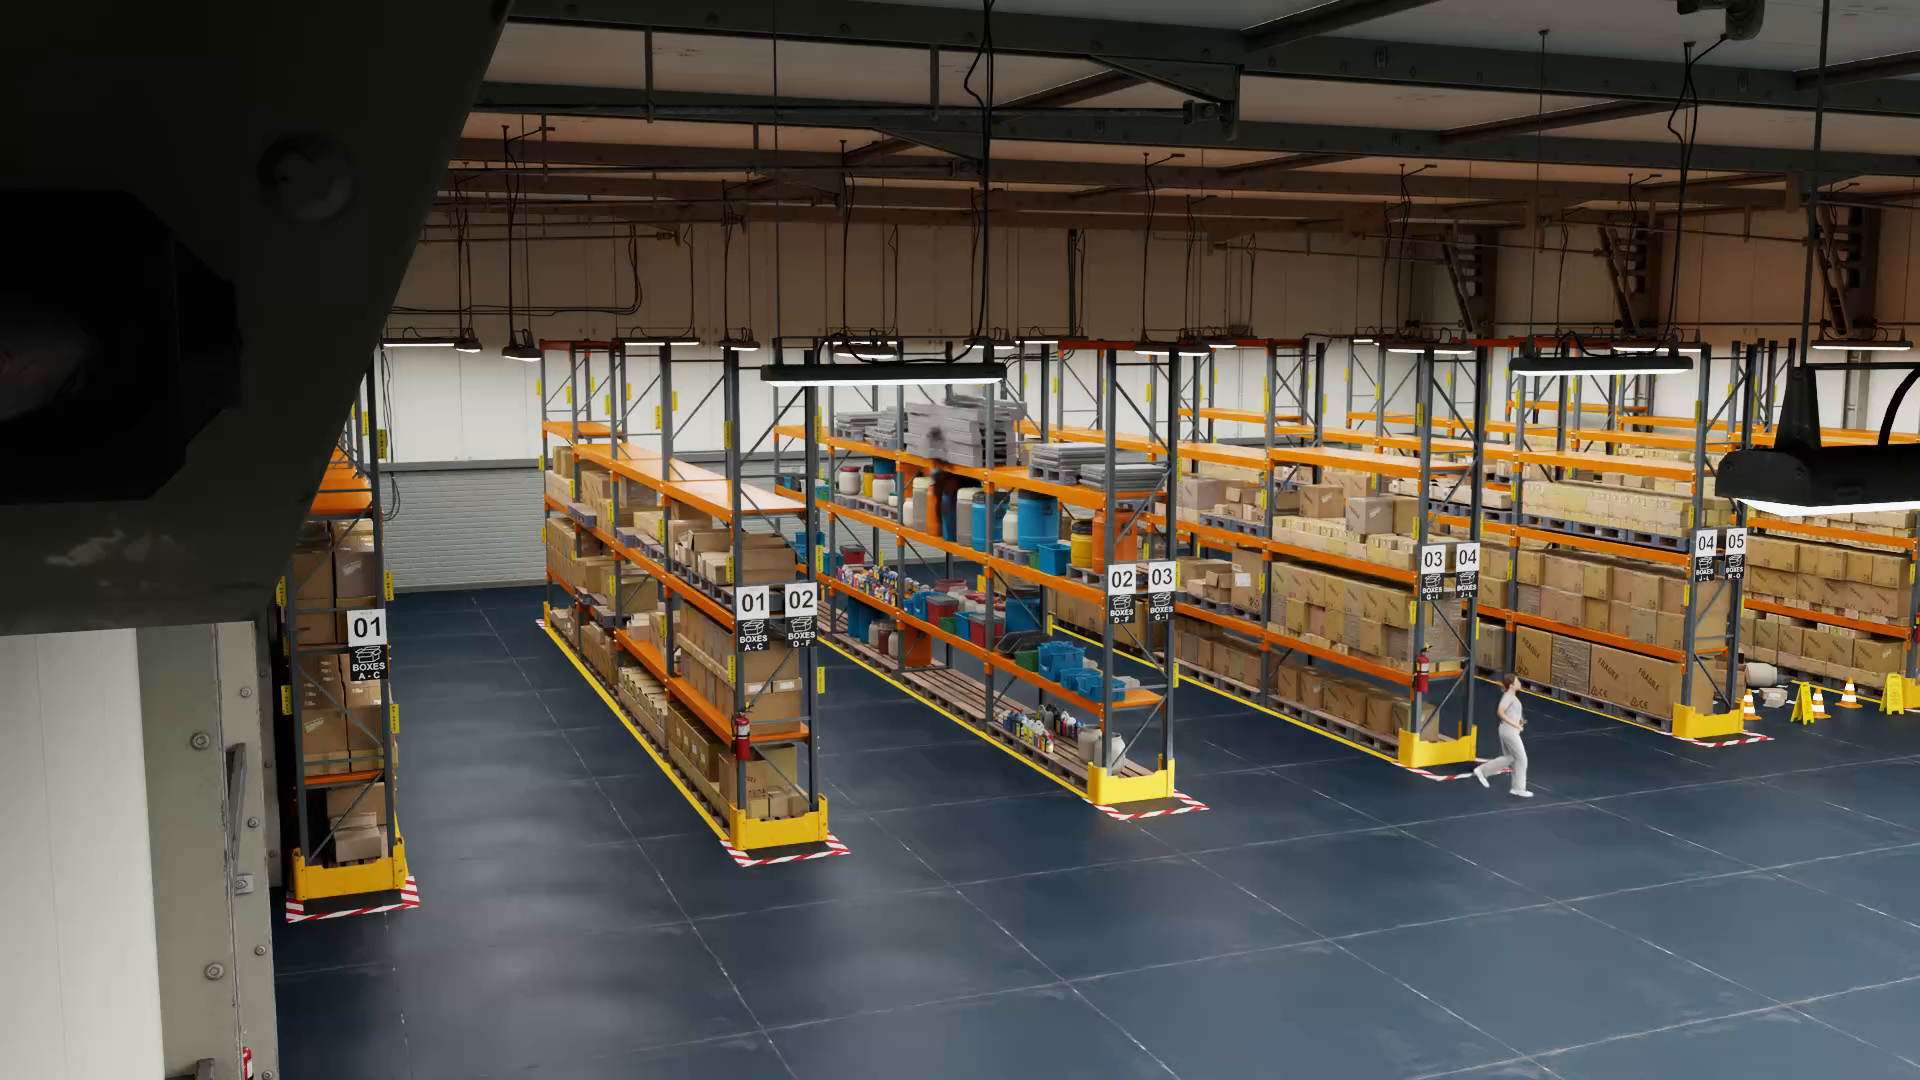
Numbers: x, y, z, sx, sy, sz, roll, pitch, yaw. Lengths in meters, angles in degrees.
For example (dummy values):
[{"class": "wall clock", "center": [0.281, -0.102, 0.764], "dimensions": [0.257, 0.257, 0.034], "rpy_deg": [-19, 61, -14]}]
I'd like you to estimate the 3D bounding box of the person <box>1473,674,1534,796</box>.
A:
[{"class": "person", "center": [7.384, 2.624, 22.517], "dimensions": [0.792, 1.658, 0.574], "rpy_deg": [2, 8, 16]}]
